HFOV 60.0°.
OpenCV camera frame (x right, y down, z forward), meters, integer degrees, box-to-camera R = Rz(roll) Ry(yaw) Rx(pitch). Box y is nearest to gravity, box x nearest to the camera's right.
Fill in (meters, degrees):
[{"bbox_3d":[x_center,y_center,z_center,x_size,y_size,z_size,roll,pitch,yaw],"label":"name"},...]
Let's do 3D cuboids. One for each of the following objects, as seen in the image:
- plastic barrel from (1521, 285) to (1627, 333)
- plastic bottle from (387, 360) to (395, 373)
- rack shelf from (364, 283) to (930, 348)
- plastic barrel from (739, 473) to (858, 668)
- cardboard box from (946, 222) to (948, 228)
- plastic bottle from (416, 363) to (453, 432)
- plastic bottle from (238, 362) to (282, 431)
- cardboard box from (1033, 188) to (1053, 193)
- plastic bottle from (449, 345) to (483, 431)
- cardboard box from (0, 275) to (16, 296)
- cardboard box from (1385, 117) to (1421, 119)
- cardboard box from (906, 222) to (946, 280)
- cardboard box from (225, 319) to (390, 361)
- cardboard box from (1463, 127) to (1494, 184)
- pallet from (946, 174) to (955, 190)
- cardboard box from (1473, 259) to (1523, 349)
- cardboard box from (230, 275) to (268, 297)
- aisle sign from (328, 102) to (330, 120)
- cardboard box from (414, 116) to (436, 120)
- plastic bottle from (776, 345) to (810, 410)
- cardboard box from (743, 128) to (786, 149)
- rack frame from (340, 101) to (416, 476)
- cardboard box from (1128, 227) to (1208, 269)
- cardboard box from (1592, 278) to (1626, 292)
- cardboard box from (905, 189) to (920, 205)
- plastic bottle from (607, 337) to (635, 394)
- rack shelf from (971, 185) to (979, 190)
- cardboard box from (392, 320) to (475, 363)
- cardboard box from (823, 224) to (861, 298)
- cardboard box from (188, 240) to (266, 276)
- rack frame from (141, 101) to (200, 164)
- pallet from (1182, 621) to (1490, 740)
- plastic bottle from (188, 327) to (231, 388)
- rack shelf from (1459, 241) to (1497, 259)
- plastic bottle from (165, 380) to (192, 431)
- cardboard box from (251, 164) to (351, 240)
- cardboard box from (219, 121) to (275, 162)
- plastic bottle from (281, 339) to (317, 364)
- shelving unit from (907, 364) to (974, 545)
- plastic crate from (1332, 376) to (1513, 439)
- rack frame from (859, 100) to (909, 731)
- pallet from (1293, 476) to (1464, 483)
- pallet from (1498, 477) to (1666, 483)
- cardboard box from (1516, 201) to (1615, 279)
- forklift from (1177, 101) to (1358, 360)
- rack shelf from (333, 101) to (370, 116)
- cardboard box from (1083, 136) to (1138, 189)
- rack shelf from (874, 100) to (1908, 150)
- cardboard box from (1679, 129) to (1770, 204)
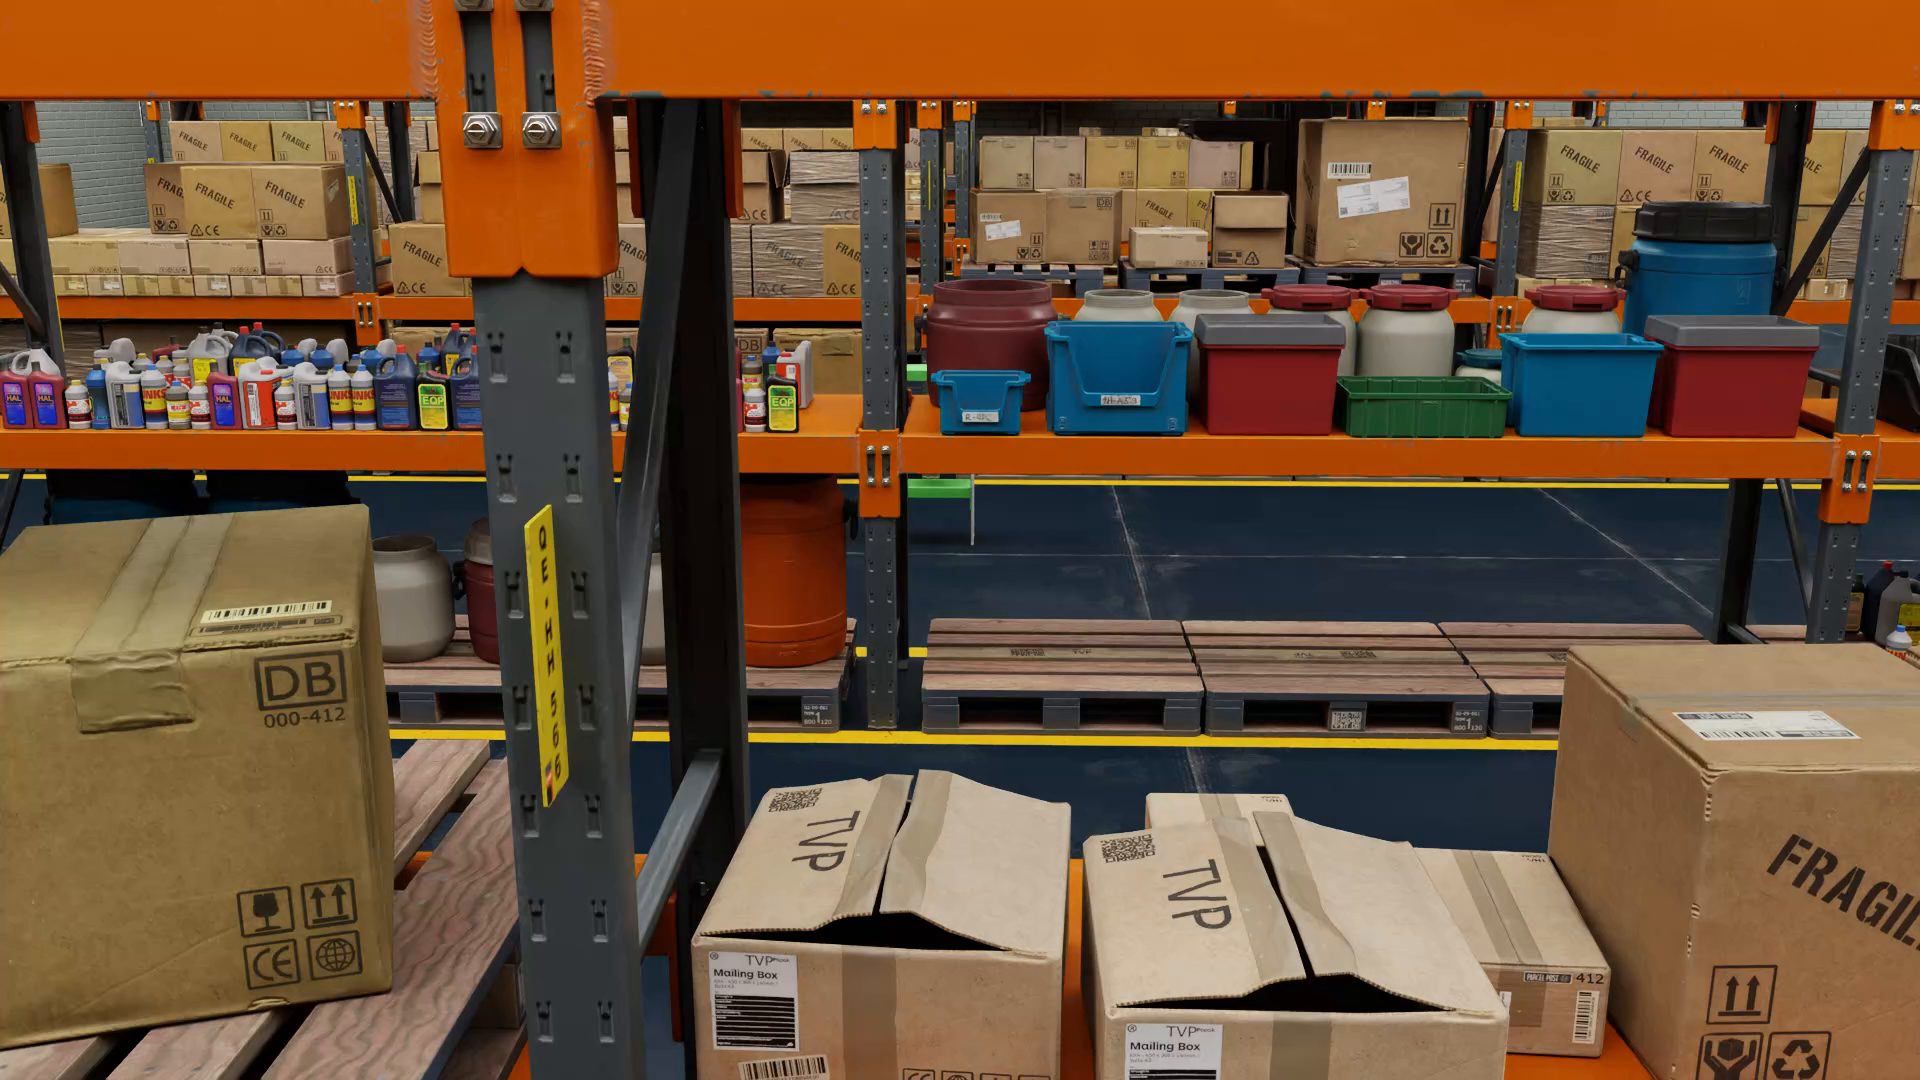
[{"bbox_3d":[2.723,-0.853,7.425,0.433,0.535,0.433,0,15,0],"label":"plastic barrel"},{"bbox_3d":[-2.399,-0.635,7.118,0.097,0.271,0.097,0,15,0],"label":"plastic bottle"},{"bbox_3d":[-2.197,-1.679,12.235,4.000,0.370,1.077,0,15,1],"label":"rack shelf"},{"bbox_3d":[-0.814,0.097,7.525,0.708,0.830,0.600,0,15,1],"label":"plastic barrel"},{"bbox_3d":[-0.322,-5.054,26.420,0.250,0.149,0.380,0,15,-1],"label":"cardboard box"},{"bbox_3d":[-2.201,-0.598,6.954,0.133,0.283,0.061,0,15,1],"label":"plastic bottle"},{"bbox_3d":[-2.945,-0.611,7.018,0.135,0.276,0.152,0,15,1],"label":"plastic bottle"},{"bbox_3d":[0.980,-3.252,16.591,0.500,0.500,0.500,0,15,1],"label":"cardboard box"},{"bbox_3d":[-2.041,-0.640,6.982,0.185,0.351,0.144,0,15,1],"label":"plastic bottle"},{"bbox_3d":[-6.822,-1.852,11.972,0.250,0.149,0.380,0,15,0],"label":"cardboard box"},{"bbox_3d":[5.499,-5.114,21.103,0.500,0.500,0.700,0,15,0],"label":"cardboard box"},{"bbox_3d":[-0.633,-3.743,21.987,0.875,0.875,0.875,0,15,1],"label":"cardboard box"},{"bbox_3d":[-4.855,-1.240,12.503,0.875,0.875,0.875,0,15,1],"label":"cardboard box"},{"bbox_3d":[4.949,-3.862,16.686,0.550,0.550,0.875,0,15,1],"label":"cardboard box"},{"bbox_3d":[-0.501,-5.701,26.444,1.003,0.211,1.213,0,15,1],"label":"pallet"},{"bbox_3d":[5.556,-2.401,16.902,0.875,0.875,0.875,0,15,2],"label":"cardboard box"},{"bbox_3d":[-5.024,-1.840,11.928,0.250,0.149,0.380,0,15,0],"label":"cardboard box"},{"bbox_3d":[-8.022,-5.777,21.260,0.004,0.787,0.394,0,15,1],"label":"aisle sign"},{"bbox_3d":[-6.810,-5.354,21.327,0.250,0.149,0.380,0,15,0],"label":"cardboard box"},{"bbox_3d":[-0.753,-0.737,7.498,0.135,0.276,0.152,0,15,1],"label":"plastic bottle"},{"bbox_3d":[-2.501,-5.023,21.342,0.500,0.500,0.500,0,15,0],"label":"cardboard box"},{"bbox_3d":[-4.197,-2.040,12.192,0.127,3.000,1.000,0,15,1],"label":"rack frame"},{"bbox_3d":[1.471,-2.075,11.795,0.500,0.250,0.500,0,15,0],"label":"cardboard box"},{"bbox_3d":[4.508,-1.789,11.733,0.250,0.149,0.380,0,15,1],"label":"cardboard box"},{"bbox_3d":[-0.476,-3.391,16.398,0.250,0.149,0.380,1,15,3],"label":"cardboard box"},{"bbox_3d":[-1.575,-0.797,7.708,0.133,0.283,0.061,0,15,1],"label":"plastic bottle"},{"bbox_3d":[2.177,-5.446,26.513,4.000,0.370,1.077,0,15,1],"label":"rack shelf"},{"bbox_3d":[-3.557,-1.217,12.413,0.875,0.875,1.225,0,15,2],"label":"cardboard box"},{"bbox_3d":[-0.698,-2.002,11.853,0.500,0.500,0.500,1,15,3],"label":"cardboard box"},{"bbox_3d":[-5.162,-2.050,11.941,0.500,0.250,0.500,1,15,3],"label":"cardboard box"},{"bbox_3d":[-7.968,-3.330,17.083,0.127,3.000,1.000,0,15,1],"label":"rack frame"},{"bbox_3d":[1.665,0.621,7.572,1.213,0.211,1.003,0,15,1],"label":"pallet"},{"bbox_3d":[-3.400,-0.794,7.565,0.185,0.351,0.144,0,15,1],"label":"plastic bottle"},{"bbox_3d":[6.028,-2.891,16.829,4.000,0.370,1.077,0,15,1],"label":"rack shelf"},{"bbox_3d":[-3.292,-0.570,7.010,0.097,0.201,0.097,0,15,0],"label":"plastic bottle"},{"bbox_3d":[-4.663,-2.409,11.831,0.500,0.500,0.500,1,15,3],"label":"cardboard box"},{"bbox_3d":[-7.021,-3.934,16.631,0.500,0.500,0.500,1,15,3],"label":"cardboard box"},{"bbox_3d":[-3.052,-0.791,7.702,0.135,0.276,0.152,0,15,1],"label":"plastic bottle"},{"bbox_3d":[-0.165,-0.581,10.191,0.503,1.200,0.258,0,15,1],"label":"shelving unit"},{"bbox_3d":[1.926,-0.562,7.004,0.662,0.188,0.450,0,15,1],"label":"plastic crate"},{"bbox_3d":[-0.325,-0.751,7.306,0.127,3.000,1.000,0,15,1],"label":"rack frame"},{"bbox_3d":[3.022,-0.644,12.368,1.213,0.211,1.003,0,15,1],"label":"pallet"},{"bbox_3d":[4.473,-0.644,12.368,1.213,0.211,1.003,0,15,1],"label":"pallet"},{"bbox_3d":[4.249,-2.161,11.873,0.500,0.500,0.875,0,15,1],"label":"cardboard box"},{"bbox_3d":[2.367,-2.573,14.345,3.031,2.935,1.130,0,15,2],"label":"forklift"},{"bbox_3d":[-5.943,-5.683,21.530,4.000,0.370,1.077,0,15,1],"label":"rack shelf"},{"bbox_3d":[1.497,-3.799,16.702,0.500,0.500,0.700,0,15,1],"label":"cardboard box"},{"bbox_3d":[1.675,-1.840,6.966,4.000,0.370,1.077,0,15,1],"label":"rack shelf"},{"bbox_3d":[5.244,-2.589,11.536,0.500,0.500,0.500,0,15,1],"label":"cardboard box"}]
